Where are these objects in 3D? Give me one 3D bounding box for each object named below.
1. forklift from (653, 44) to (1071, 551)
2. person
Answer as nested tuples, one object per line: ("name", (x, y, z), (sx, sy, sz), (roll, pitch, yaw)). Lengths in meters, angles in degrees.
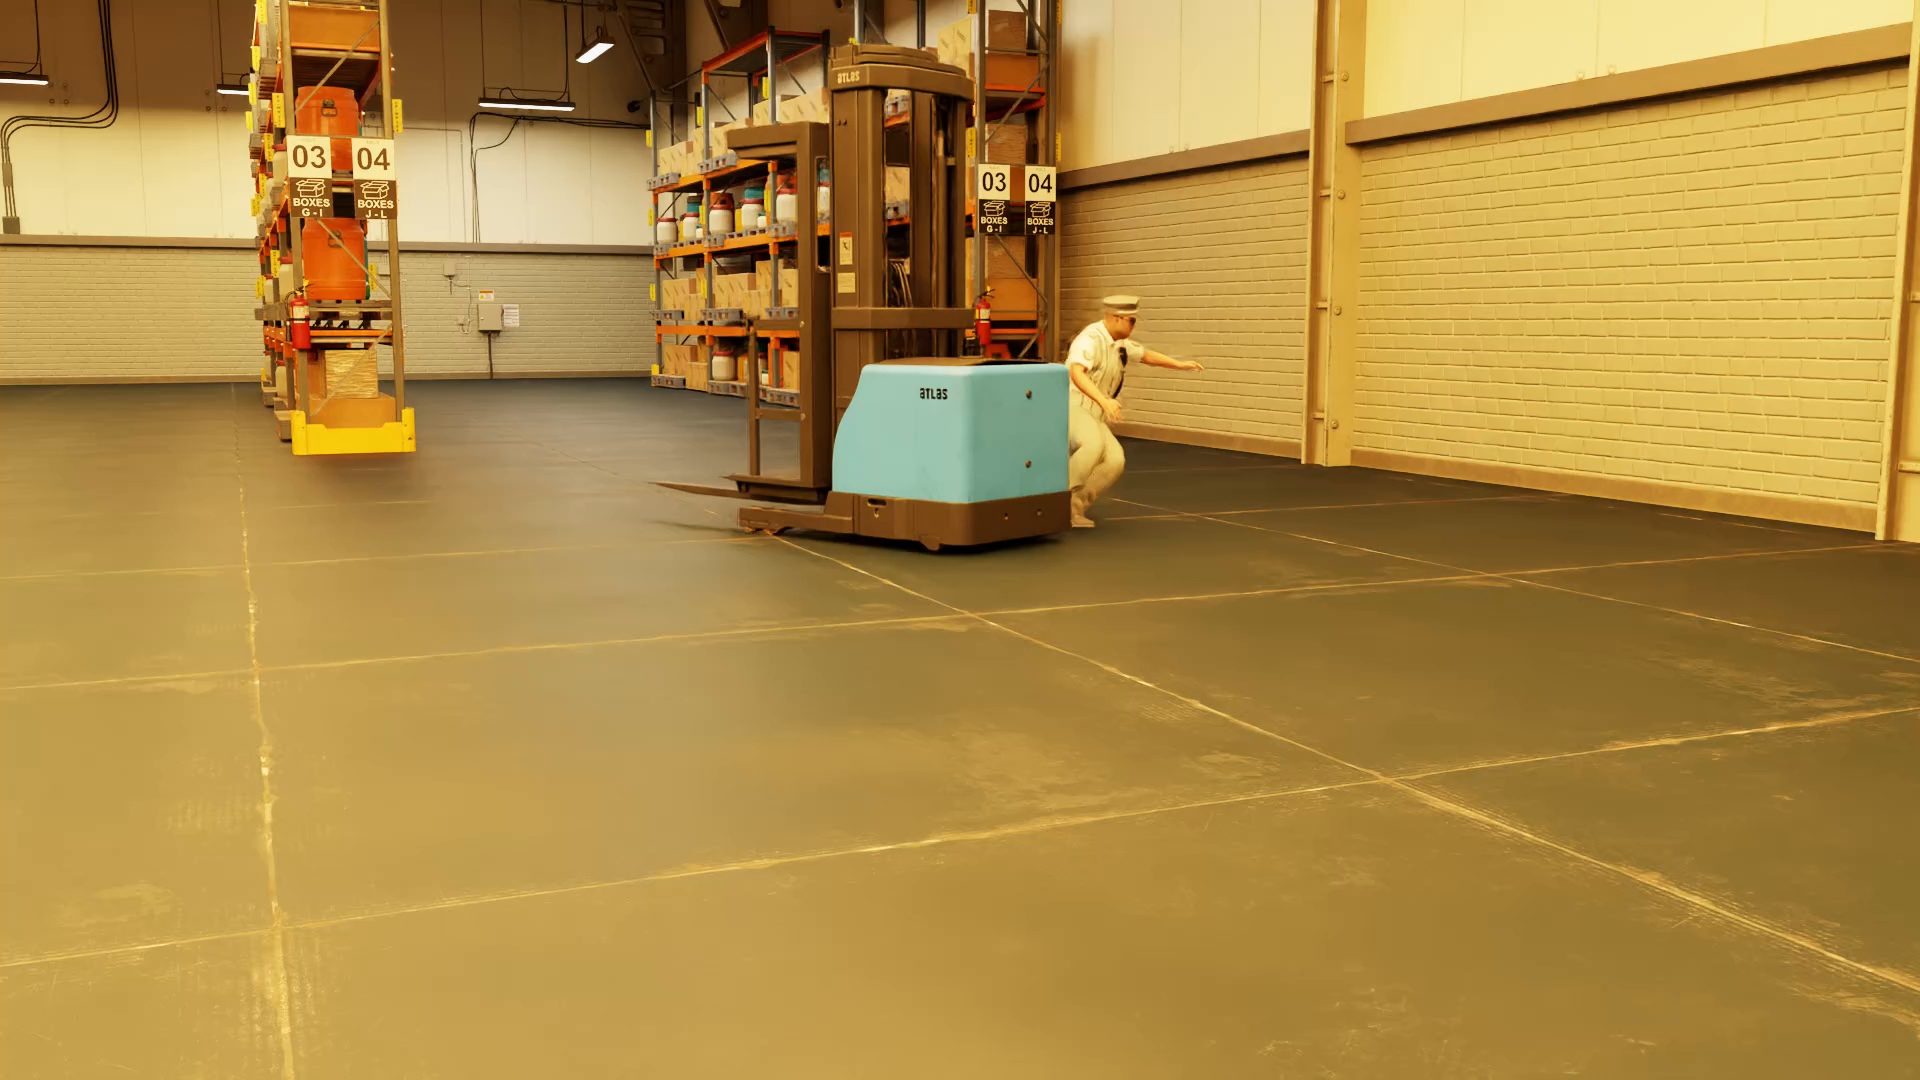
("forklift", (-0.762, -1.527, 10.521), (3.031, 2.935, 1.130), (7, 10, 41))
("person", (0.939, -0.811, 10.696), (0.941, 1.508, 1.293), (4, 8, 27))
